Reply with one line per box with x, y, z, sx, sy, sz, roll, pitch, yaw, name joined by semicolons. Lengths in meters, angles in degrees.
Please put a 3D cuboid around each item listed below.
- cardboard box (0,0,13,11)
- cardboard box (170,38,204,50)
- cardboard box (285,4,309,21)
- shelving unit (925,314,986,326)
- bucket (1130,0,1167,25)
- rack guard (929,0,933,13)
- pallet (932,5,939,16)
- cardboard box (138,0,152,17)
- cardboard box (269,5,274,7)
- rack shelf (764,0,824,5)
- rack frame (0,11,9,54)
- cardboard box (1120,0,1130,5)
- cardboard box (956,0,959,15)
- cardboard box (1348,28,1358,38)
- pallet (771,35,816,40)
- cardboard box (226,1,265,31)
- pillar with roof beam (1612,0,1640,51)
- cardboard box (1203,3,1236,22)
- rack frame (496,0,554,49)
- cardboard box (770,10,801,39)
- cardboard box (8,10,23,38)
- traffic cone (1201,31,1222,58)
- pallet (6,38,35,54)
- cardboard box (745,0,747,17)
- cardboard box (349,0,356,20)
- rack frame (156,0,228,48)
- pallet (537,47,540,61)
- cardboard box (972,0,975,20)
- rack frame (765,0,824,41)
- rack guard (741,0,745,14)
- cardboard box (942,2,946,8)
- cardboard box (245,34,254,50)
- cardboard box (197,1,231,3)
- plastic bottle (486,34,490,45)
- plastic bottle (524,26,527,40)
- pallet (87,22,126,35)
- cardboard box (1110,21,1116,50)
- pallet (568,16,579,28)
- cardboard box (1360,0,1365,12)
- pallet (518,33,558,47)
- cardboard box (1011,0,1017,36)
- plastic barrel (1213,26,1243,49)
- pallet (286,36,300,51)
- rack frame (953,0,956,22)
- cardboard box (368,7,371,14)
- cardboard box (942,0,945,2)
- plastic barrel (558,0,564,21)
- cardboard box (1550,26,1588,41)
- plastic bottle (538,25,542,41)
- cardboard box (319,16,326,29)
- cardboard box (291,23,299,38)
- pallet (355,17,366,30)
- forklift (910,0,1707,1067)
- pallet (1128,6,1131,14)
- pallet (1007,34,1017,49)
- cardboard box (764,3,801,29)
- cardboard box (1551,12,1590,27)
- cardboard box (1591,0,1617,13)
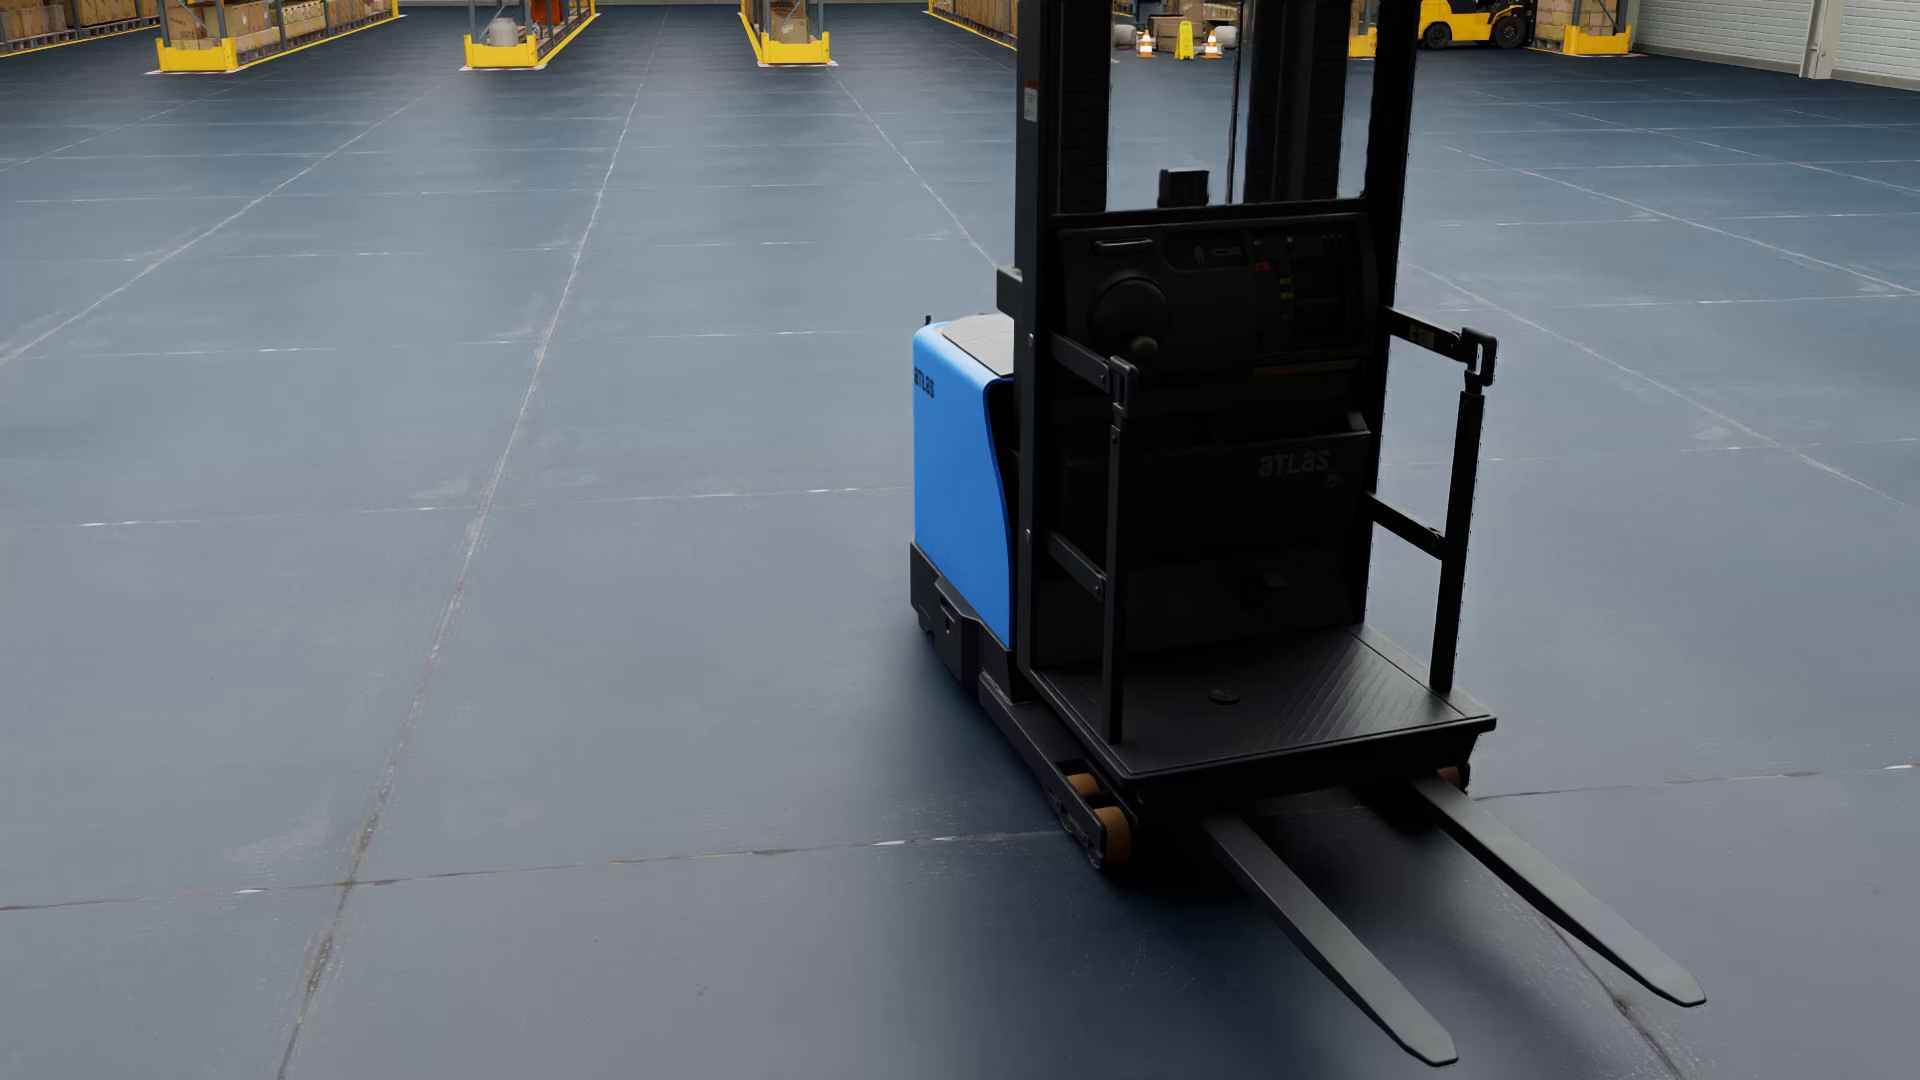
-18.335;-10.174;31.542;0.500;0.250;0.500;-3;21;-9;cardboard box
-13.037;-8.327;28.054;0.500;0.250;0.500;-3;21;-8;cardboard box
-13.280;-10.492;33.049;0.500;0.311;0.500;-2;21;-6;cardboard box
-0.001;-0.424;6.566;0.258;0.900;0.210;-3;21;-8;shelving unit
3.783;-10.594;33.300;0.726;0.611;0.620;4;11;11;bucket
-0.237;-14.304;44.299;1.175;0.500;0.348;-3;21;-8;rack guard
-0.155;-13.885;43.591;1.003;0.211;1.213;-3;21;-8;pallet
-19.305;-12.441;38.712;0.700;0.500;0.500;-3;21;-7;cardboard box
-13.806;-10.457;32.954;0.500;0.311;0.500;-3;21;-8;cardboard box
-3.152;-10.102;30.504;1.077;0.370;4.000;-3;21;-8;rack shelf
-18.145;-10.382;30.225;1.000;3.000;0.127;-3;21;-8;rack frame
4.830;-14.559;44.471;0.875;0.438;0.875;-4;21;-10;cardboard box
0.173;-12.873;39.867;0.500;0.500;0.500;-2;21;-6;cardboard box
7.100;-9.448;31.055;0.500;0.250;0.500;-3;21;-8;cardboard box
-3.309;-9.594;32.102;1.003;0.211;1.213;-3;21;-8;pallet
-12.824;-9.397;29.845;0.500;0.500;0.500;-3;21;-8;cardboard box
8.385;-13.377;29.672;9.100;9.000;0.400;-3;21;-8;pillar with roof beam
5.861;-11.785;37.139;0.950;0.372;0.625;-4;21;-11;cardboard box
-8.342;-10.881;31.563;1.000;3.000;0.127;-3;21;-8;rack frame
-3.332;-9.818;31.689;0.500;0.500;0.500;4;21;9;cardboard box
-18.392;-9.847;31.738;0.700;0.500;0.500;-3;21;-9;cardboard box
4.555;-8.968;30.065;0.336;0.463;0.334;-3;21;-8;traffic cone
-18.259;-9.345;31.434;1.003;0.211;1.213;-3;21;-8;pallet
-4.352;-12.572;38.527;1.225;0.875;0.875;-4;21;-10;cardboard box
-13.908;-11.936;37.331;0.500;0.500;0.500;-3;21;-7;cardboard box
-12.667;-9.248;27.189;1.000;3.000;0.127;-3;21;-8;rack frame
-7.934;-8.496;29.161;1.003;0.211;1.213;-3;21;-8;pallet
0.552;-11.972;37.454;0.500;0.500;0.500;-3;21;-8;cardboard box
-2.864;-9.746;28.524;1.000;3.000;0.127;-3;21;-8;rack frame
-5.174;-14.123;43.815;1.175;0.500;0.348;-3;21;-8;rack guard
-0.253;-13.630;42.396;0.380;0.149;0.250;-3;21;-8;cardboard box
-12.672;-8.699;29.051;0.500;0.250;0.500;-3;21;-8;cardboard box
-13.343;-9.370;29.775;0.500;0.500;0.500;-3;21;-8;cardboard box
-8.464;-9.005;29.911;0.097;0.201;0.097;0;20;0;plastic bottle
-8.079;-9.520;31.183;0.152;0.276;0.135;-3;21;-8;plastic bottle
-18.934;-11.158;36.290;1.003;0.211;1.213;-3;21;-8;pallet
2.722;-9.691;31.944;0.500;0.500;0.500;1;20;2;cardboard box
-9.425;-12.076;38.746;1.003;0.211;1.213;-3;21;-8;pallet
10.125;-13.142;40.589;0.500;0.500;0.500;-4;21;-9;cardboard box
-8.493;-9.845;32.773;1.003;0.211;1.213;-3;21;-8;pallet
1.504;-10.326;32.514;0.875;0.875;0.875;-3;21;-7;cardboard box
5.147;-9.678;32.023;0.512;0.421;0.421;12;24;30;plastic barrel
-13.389;-9.580;32.063;1.003;0.211;1.213;-3;21;-8;pallet
0.329;-14.116;40.224;1.000;3.000;0.127;-3;21;-8;rack frame
-14.378;-12.737;39.951;0.380;0.166;0.250;-3;21;-8;cardboard box
-0.258;-13.948;42.823;0.380;0.149;0.250;-4;21;-10;cardboard box
-9.169;-11.893;37.117;0.600;0.588;0.708;-3;21;-8;plastic barrel
11.474;-9.553;31.336;0.500;0.250;0.500;-3;21;-7;cardboard box
-7.871;-9.486;31.080;0.061;0.283;0.133;-2;21;-4;plastic bottle
-13.503;-10.756;34.558;0.500;0.250;0.500;-2;21;-6;cardboard box
-13.129;-9.871;32.186;0.500;0.250;0.500;-2;21;-6;cardboard box
-14.242;-11.817;38.052;1.003;0.211;1.213;-3;21;-8;pallet
0.774;-0.663;4.302;1.130;2.935;3.031;-7;21;-17;forklift
5.001;-13.785;43.323;1.003;0.211;1.213;-3;21;-8;pallet
1.514;-9.773;32.580;1.003;0.211;1.213;-3;21;-8;pallet
-3.639;-10.740;34.127;0.700;0.500;0.500;-5;21;-12;cardboard box
11.474;-9.793;31.265;0.500;0.250;0.500;-3;21;-8;cardboard box
11.972;-10.051;31.239;0.500;0.250;0.500;-3;21;-9;cardboard box
